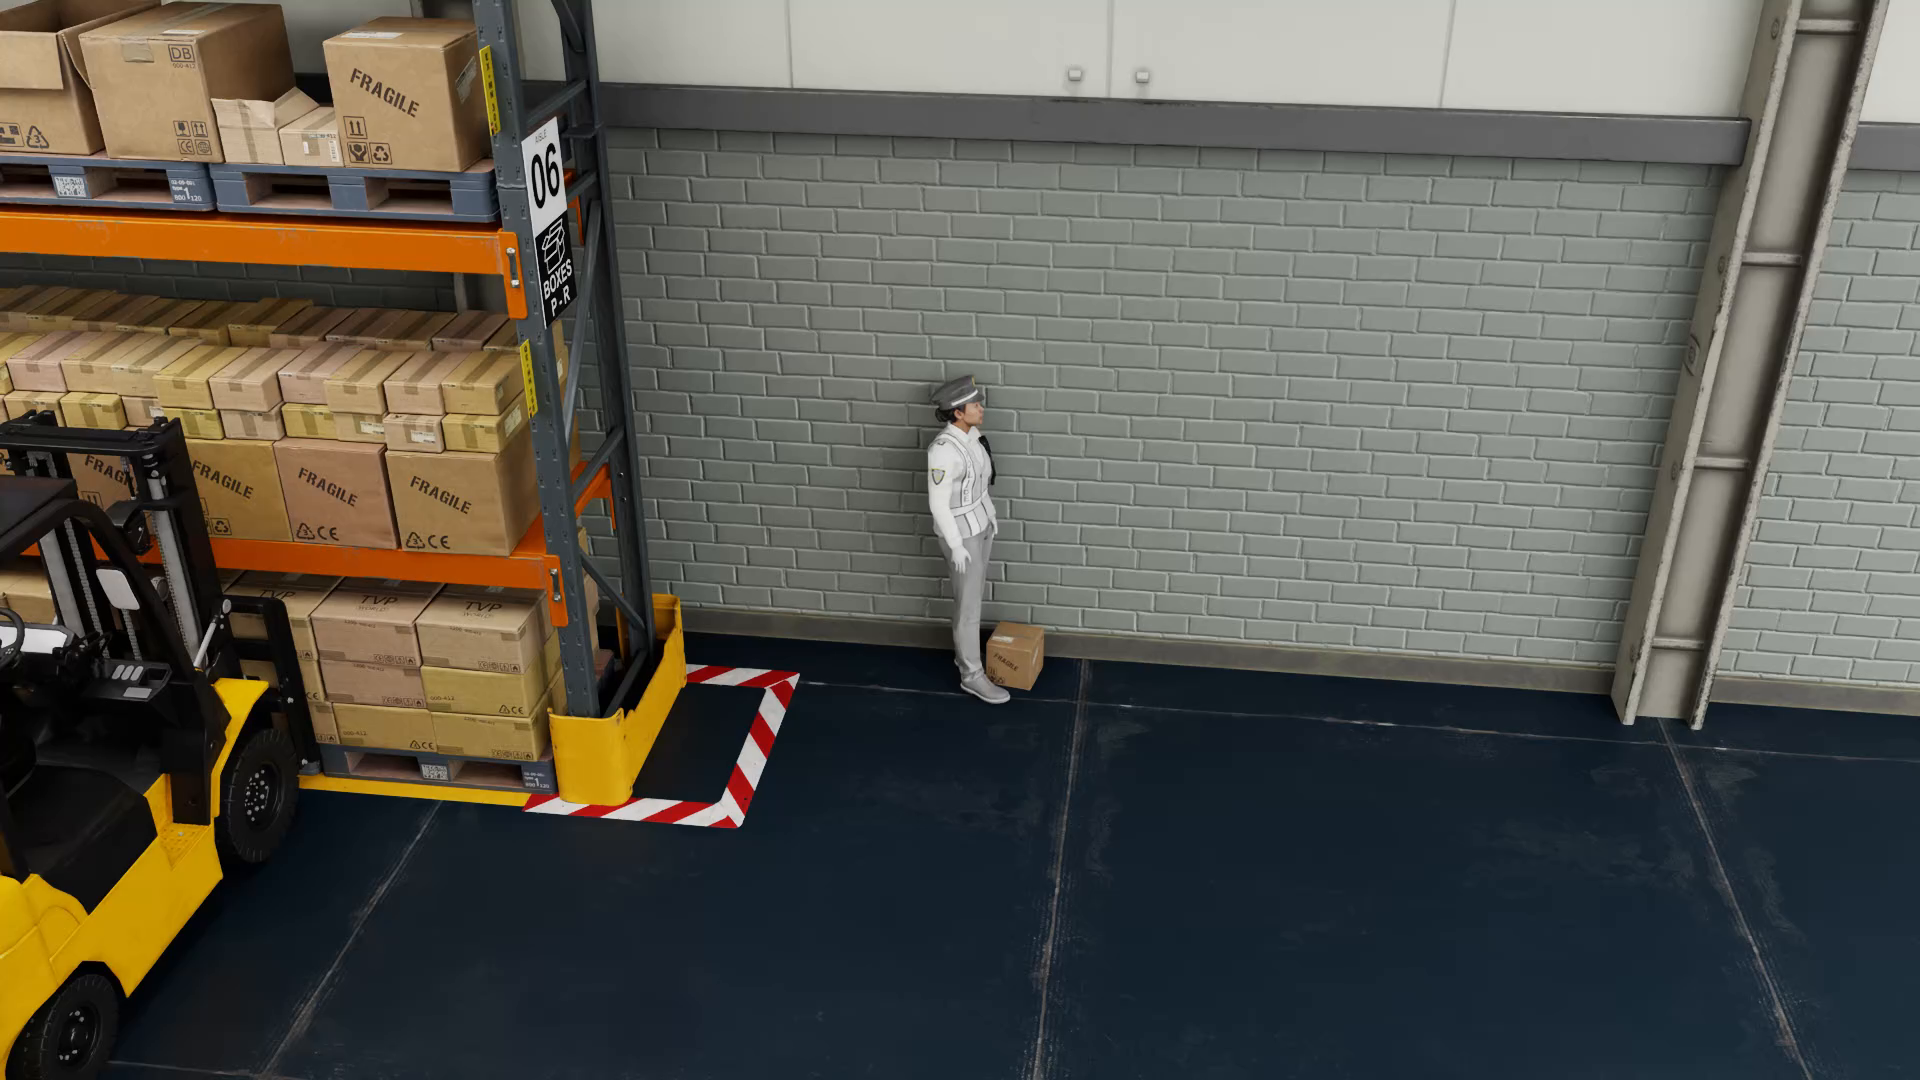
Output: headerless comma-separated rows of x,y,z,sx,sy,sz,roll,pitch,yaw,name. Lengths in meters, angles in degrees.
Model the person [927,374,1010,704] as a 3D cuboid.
0.093,-0.041,8.645,0.531,1.694,0.586,10,30,18,person
